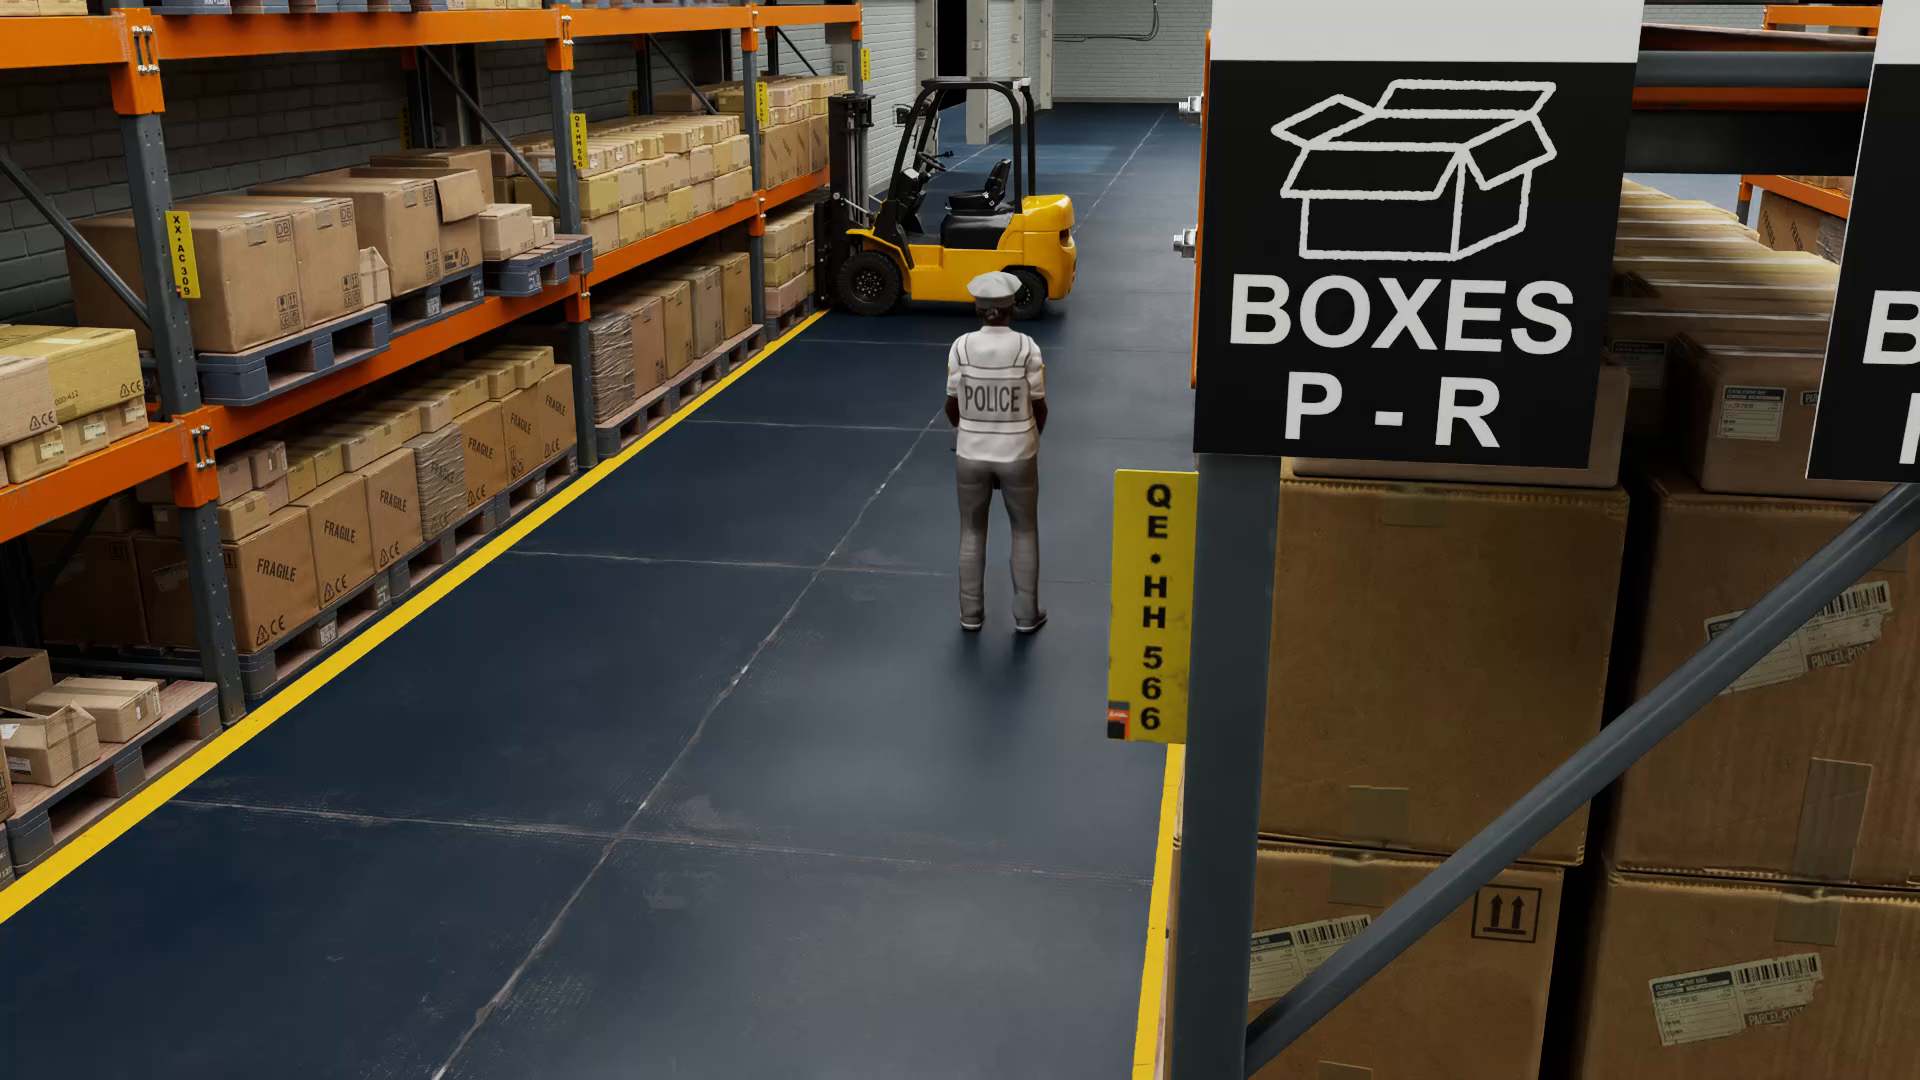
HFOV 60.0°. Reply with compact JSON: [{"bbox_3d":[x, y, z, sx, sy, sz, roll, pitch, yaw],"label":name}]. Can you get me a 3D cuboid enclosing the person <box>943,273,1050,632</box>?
[{"bbox_3d":[0.174,-0.382,7.719,0.497,1.667,0.371,2,18,7],"label":"person"}]
